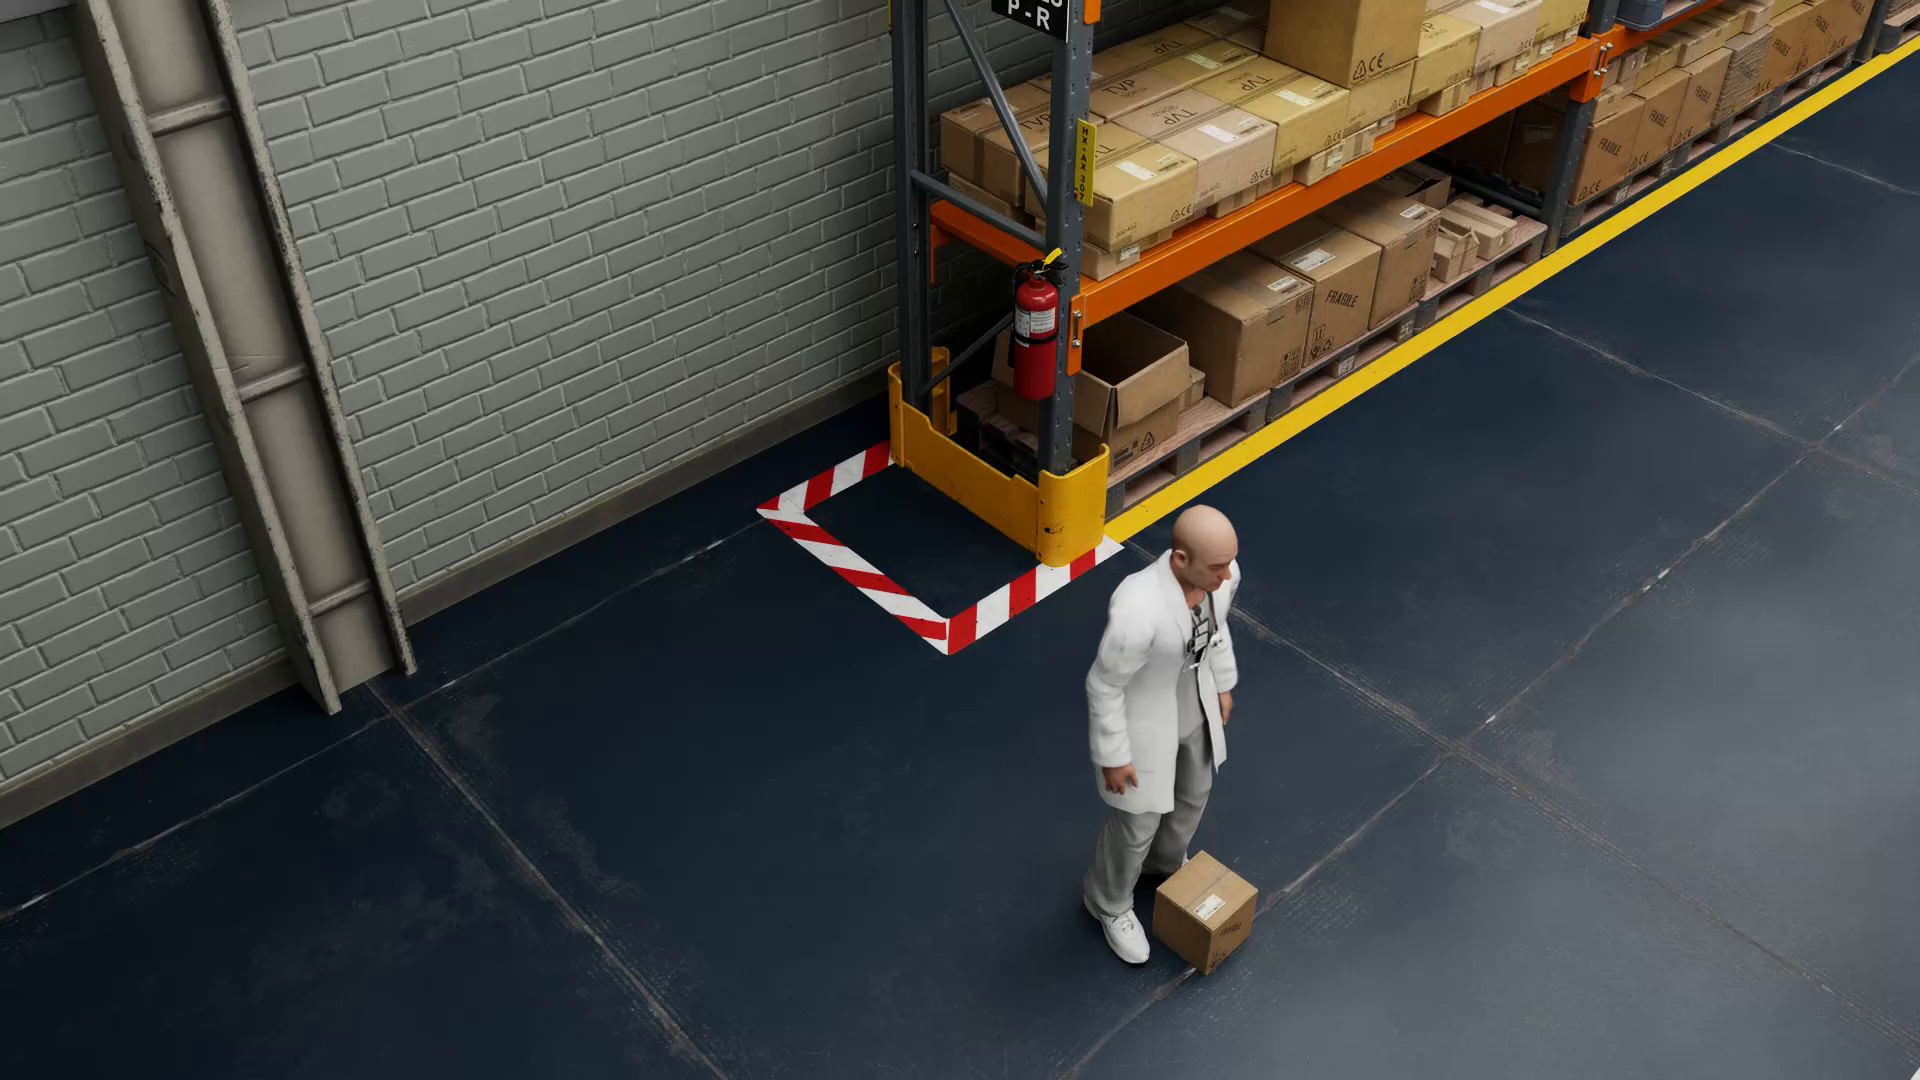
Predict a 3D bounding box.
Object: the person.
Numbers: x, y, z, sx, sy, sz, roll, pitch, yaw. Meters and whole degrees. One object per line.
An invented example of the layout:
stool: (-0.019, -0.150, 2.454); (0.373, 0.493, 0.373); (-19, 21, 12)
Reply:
person: (0.672, 0.593, 5.443); (0.641, 1.773, 0.427); (-30, 48, -32)
